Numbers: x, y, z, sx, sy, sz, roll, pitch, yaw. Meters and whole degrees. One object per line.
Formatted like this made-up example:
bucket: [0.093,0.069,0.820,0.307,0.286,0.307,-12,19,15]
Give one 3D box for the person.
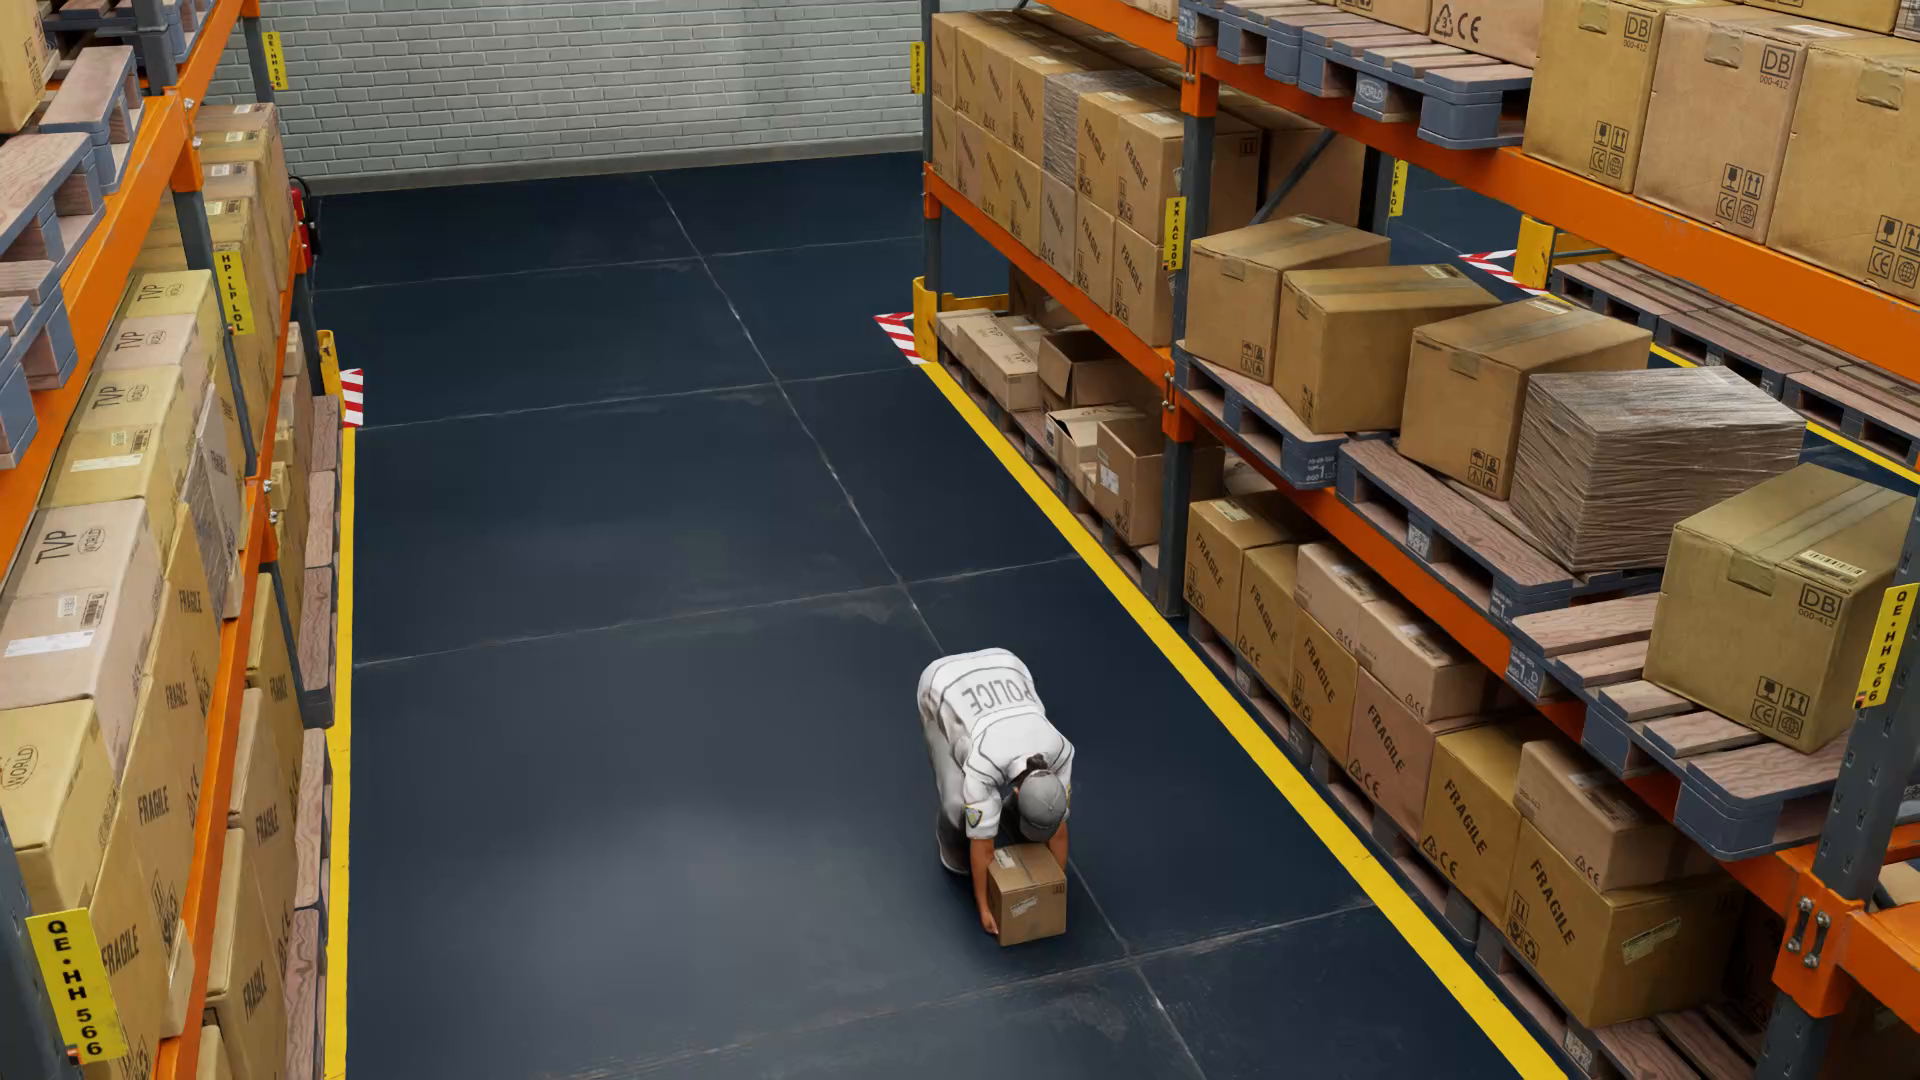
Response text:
person: [0.121,0.431,6.163,0.491,1.604,0.479,-9,28,-17]
